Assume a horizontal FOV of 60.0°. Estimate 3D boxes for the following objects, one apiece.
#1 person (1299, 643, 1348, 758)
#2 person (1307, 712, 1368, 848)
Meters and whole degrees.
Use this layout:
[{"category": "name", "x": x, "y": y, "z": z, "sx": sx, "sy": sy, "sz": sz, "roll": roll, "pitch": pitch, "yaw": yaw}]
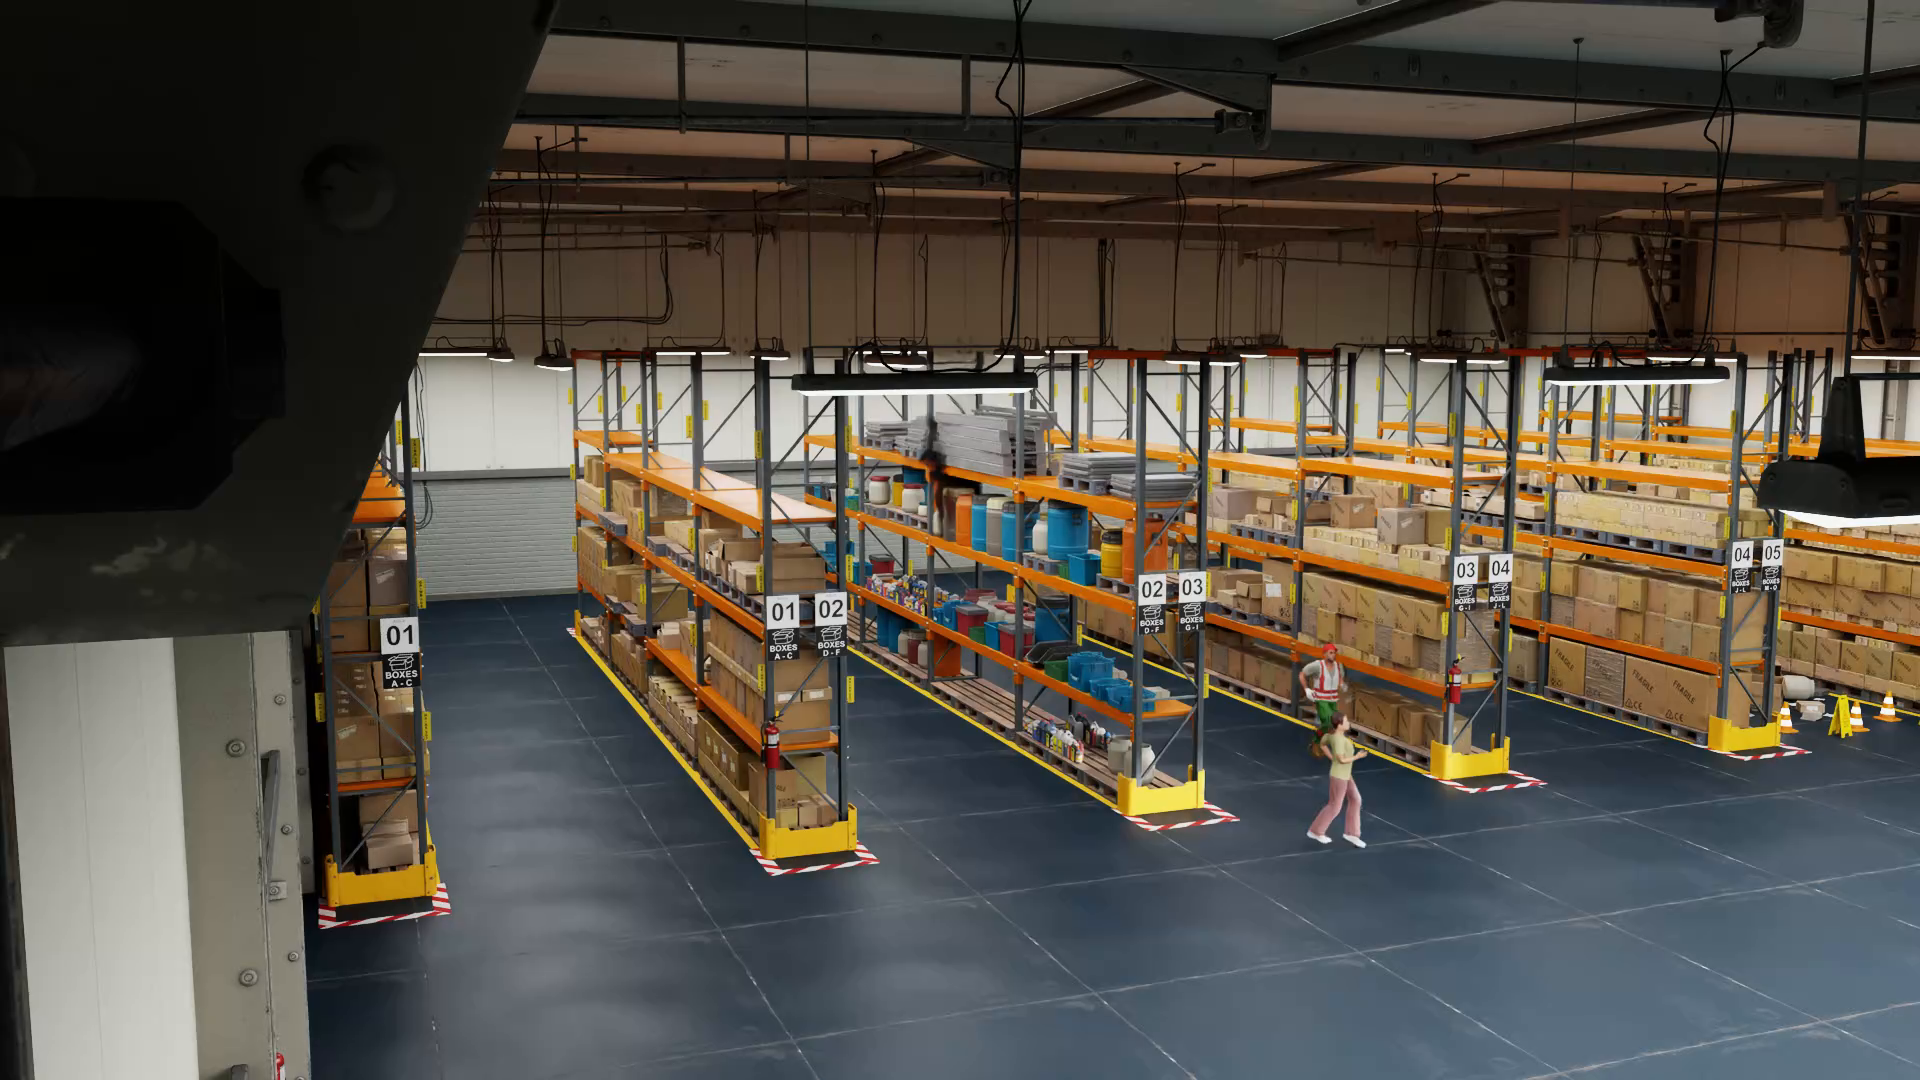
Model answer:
[{"category": "person", "x": 5.438, "y": 2.385, "z": 24.675, "sx": 0.650, "sy": 1.736, "sz": 0.688, "roll": -3, "pitch": 8, "yaw": -25}, {"category": "person", "x": 4.657, "y": 2.955, "z": 20.472, "sx": 0.728, "sy": 1.714, "sz": 0.562, "roll": 2, "pitch": 7, "yaw": 12}]
